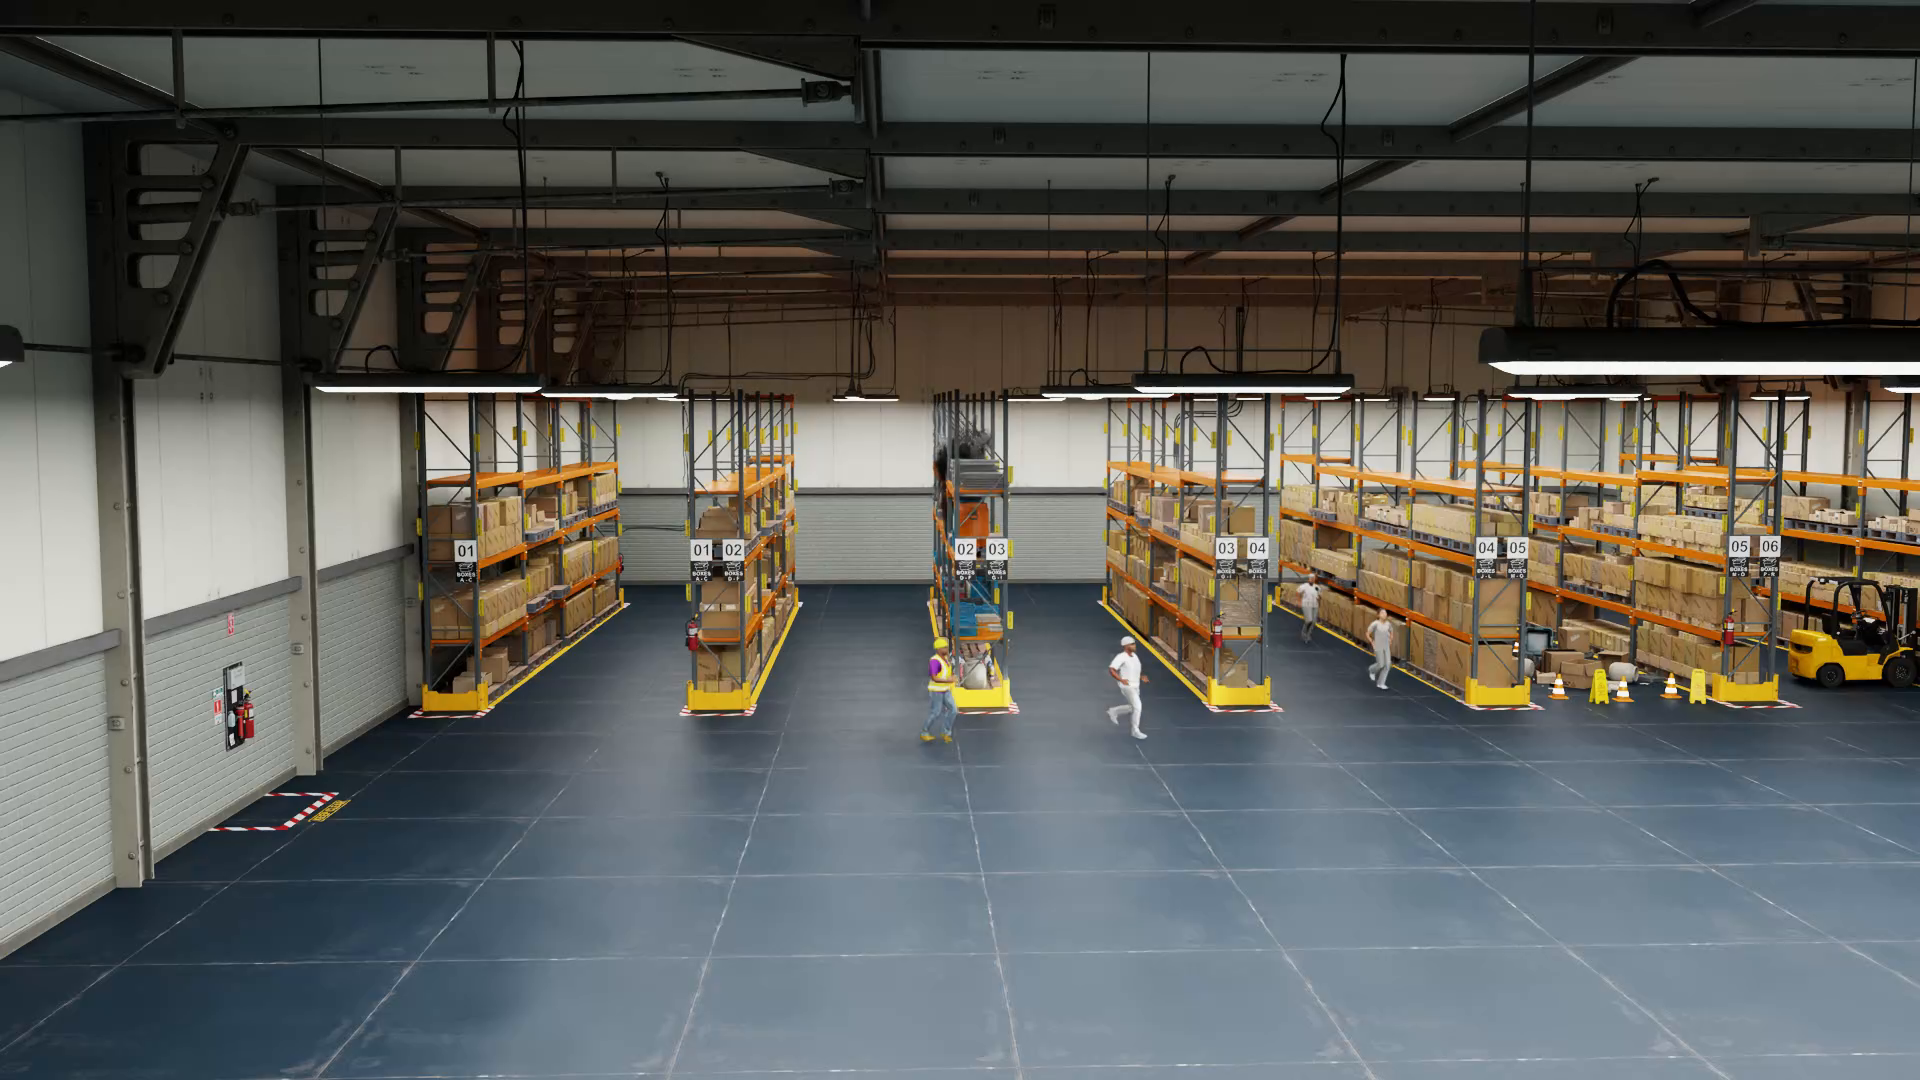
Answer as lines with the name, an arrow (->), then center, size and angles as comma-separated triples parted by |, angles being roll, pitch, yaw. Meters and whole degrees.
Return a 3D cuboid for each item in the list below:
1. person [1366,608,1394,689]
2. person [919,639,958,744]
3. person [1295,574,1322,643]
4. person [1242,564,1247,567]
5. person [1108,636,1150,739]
person -> 8.491, 2.173, 33.582 | 0.580, 1.624, 0.597 | -1, 5, -16
person -> -0.322, 2.579, 28.006 | 0.744, 1.839, 0.726 | 2, 5, 25
person -> 8.432, 1.637, 39.996 | 0.578, 1.660, 0.660 | -1, 5, -12
person -> 7.888, 1.100, 47.404 | 0.640, 1.565, 0.755 | 3, 5, 30
person -> 2.875, 2.527, 28.688 | 0.796, 1.748, 0.700 | 3, 5, 32
